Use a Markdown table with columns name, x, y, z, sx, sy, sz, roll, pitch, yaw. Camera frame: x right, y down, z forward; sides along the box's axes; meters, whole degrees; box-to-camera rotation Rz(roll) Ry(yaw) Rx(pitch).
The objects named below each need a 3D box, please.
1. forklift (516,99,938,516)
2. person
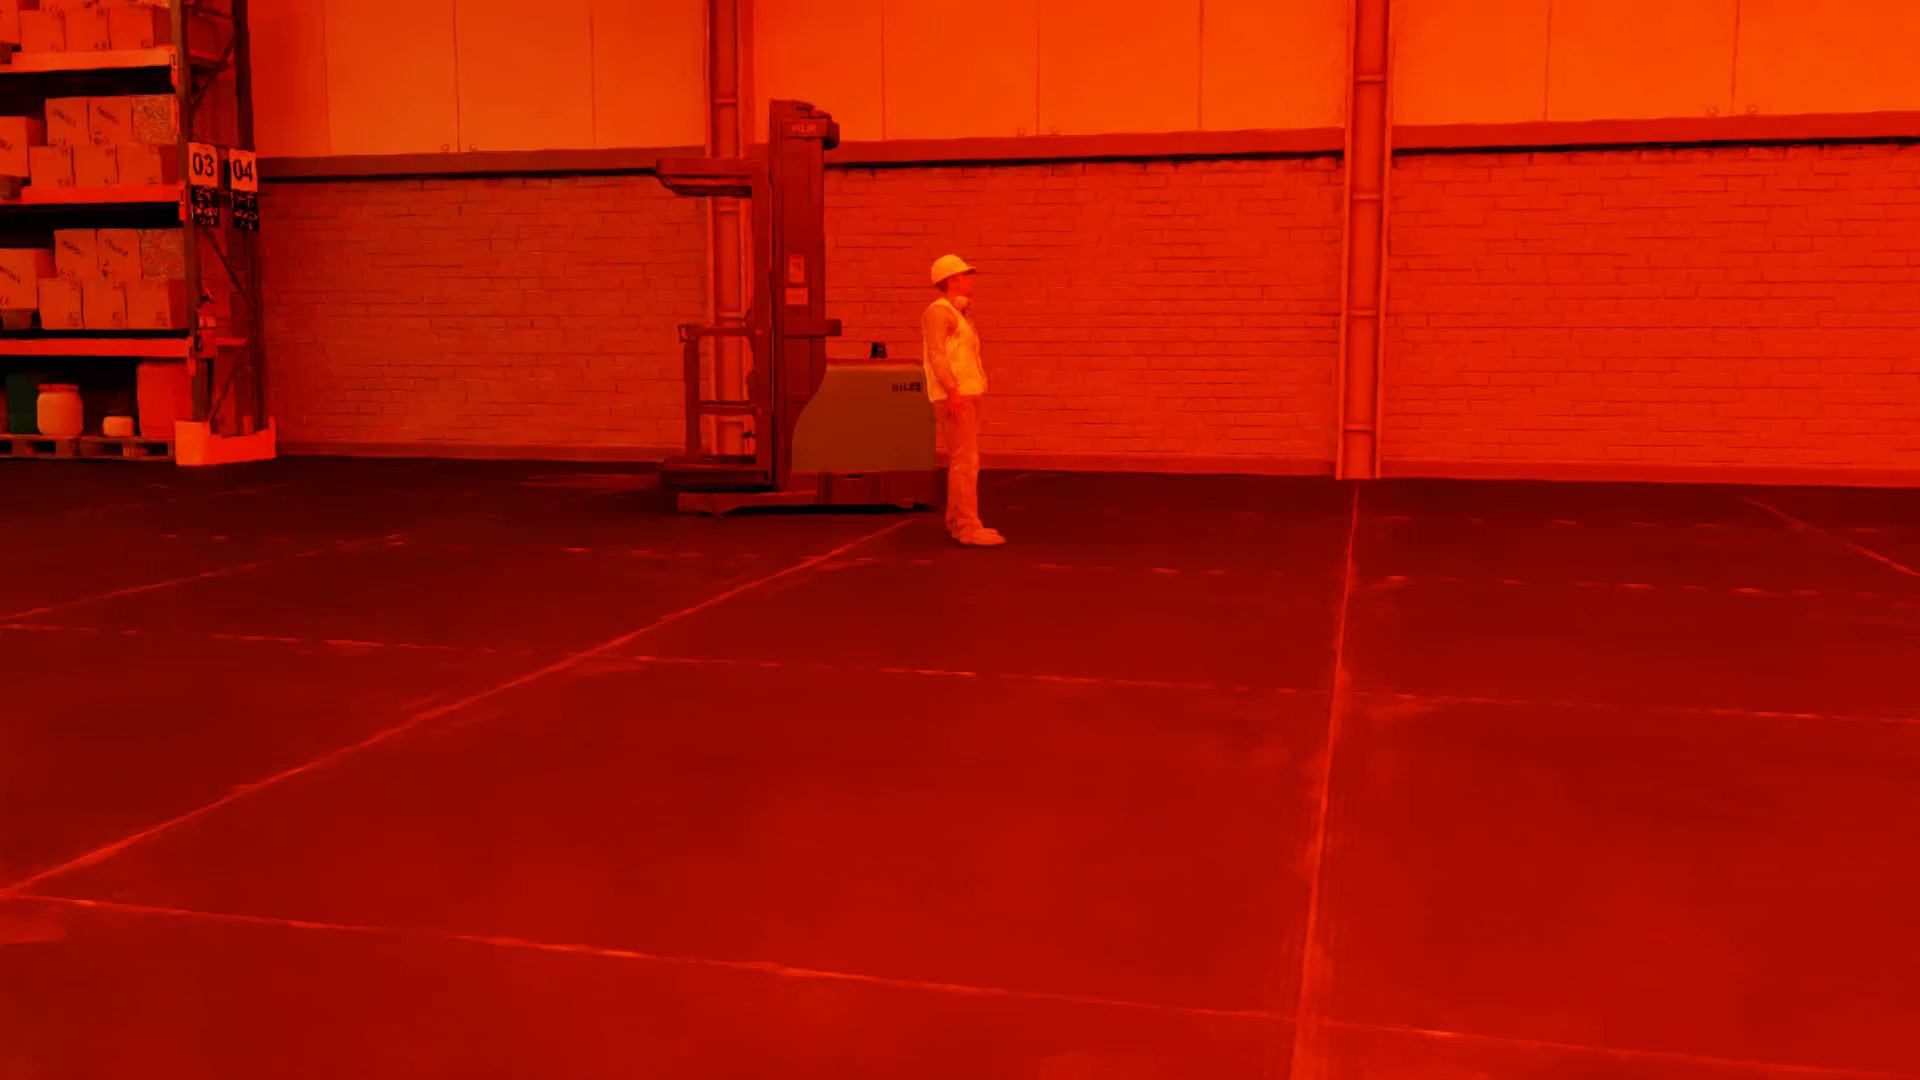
| name | x | y | z | sx | sy | sz | roll | pitch | yaw |
| --- | --- | --- | --- | --- | --- | --- | --- | --- | --- |
| forklift | -1.712 | -1.695 | 12.238 | 3.031 | 2.935 | 1.130 | -1 | 7 | -6 |
| person | 0.059 | -0.885 | 10.366 | 0.567 | 1.773 | 0.632 | 2 | 7 | 14 |
